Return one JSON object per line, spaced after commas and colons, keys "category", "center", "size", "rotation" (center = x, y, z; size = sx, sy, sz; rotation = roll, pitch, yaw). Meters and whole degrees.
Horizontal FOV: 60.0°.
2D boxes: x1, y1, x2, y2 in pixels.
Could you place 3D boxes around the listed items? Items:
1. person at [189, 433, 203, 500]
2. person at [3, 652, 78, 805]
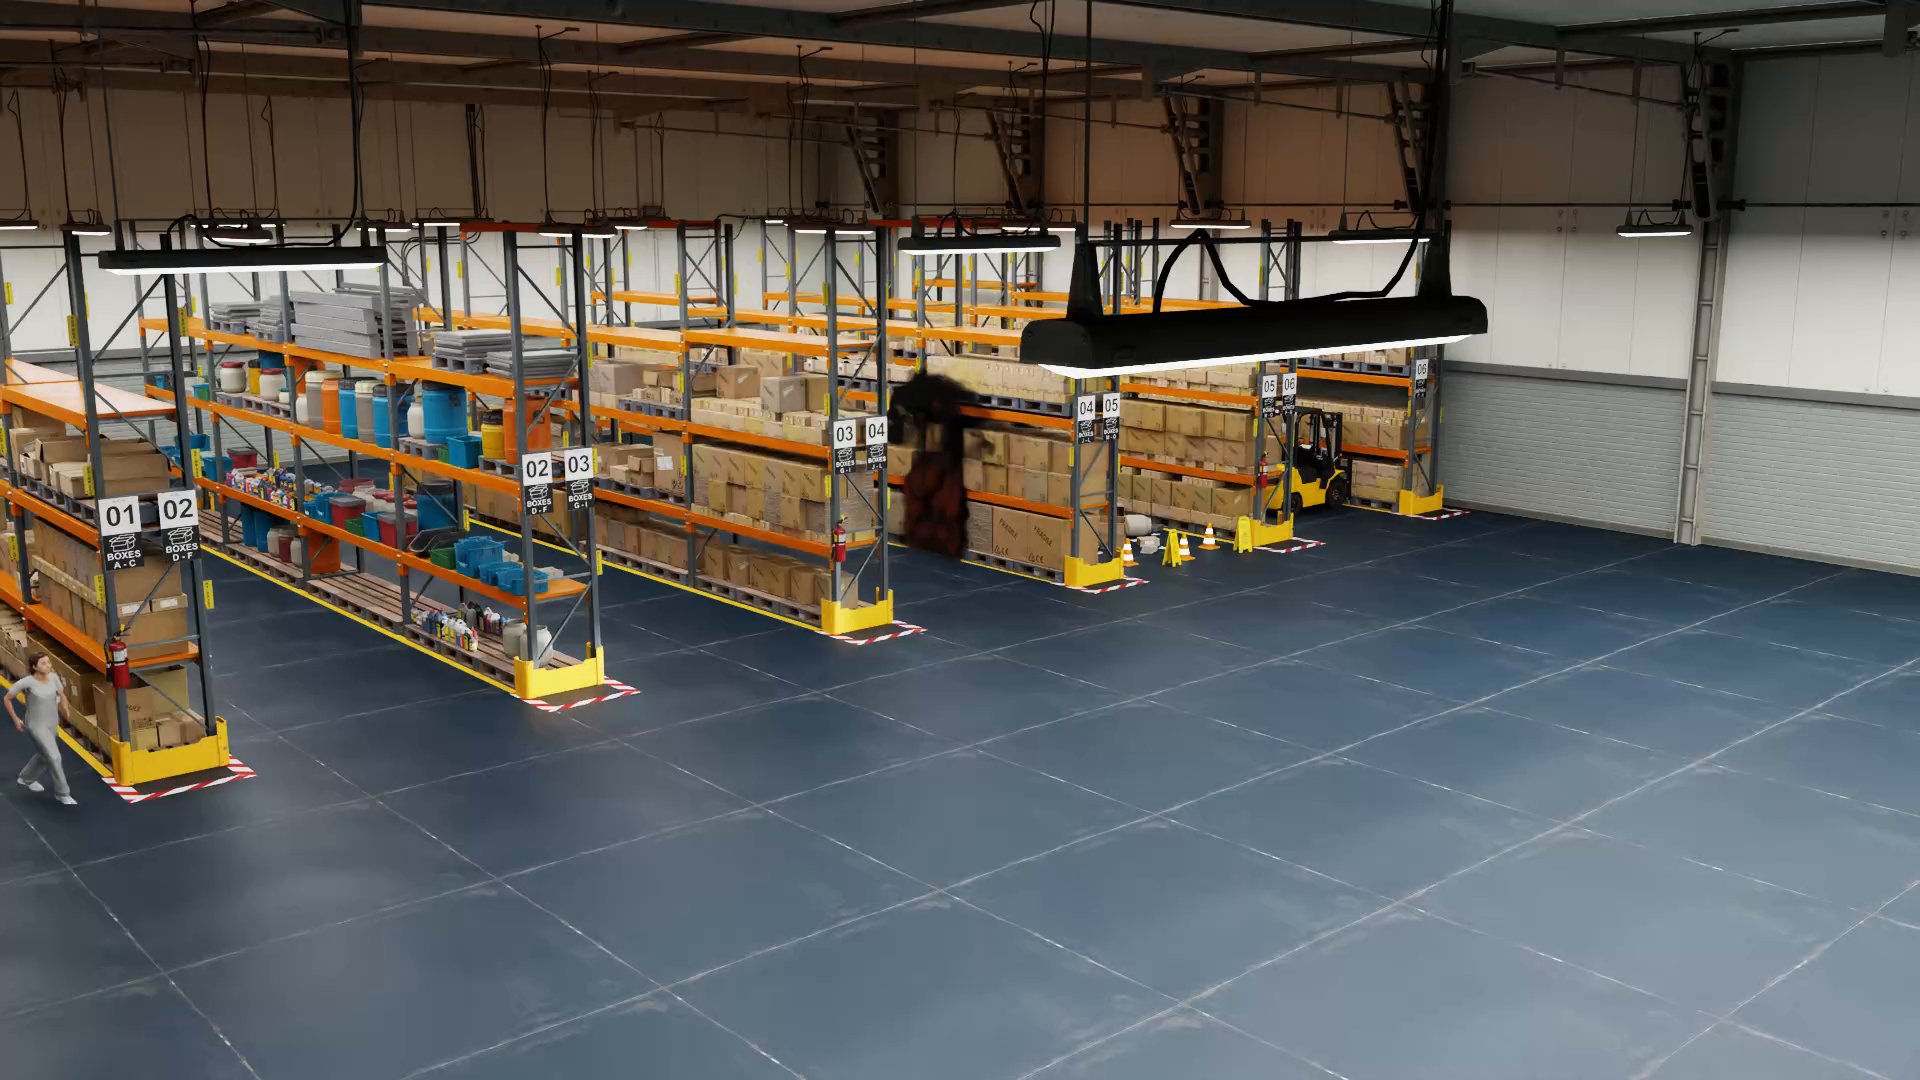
{"category": "person", "center": [-16.096, -1.394, 34.814], "size": [0.676, 1.706, 0.612], "rotation": [-11, 16, -44]}
{"category": "person", "center": [-9.860, 2.022, 17.798], "size": [0.827, 1.720, 0.580], "rotation": [4, 12, 20]}
